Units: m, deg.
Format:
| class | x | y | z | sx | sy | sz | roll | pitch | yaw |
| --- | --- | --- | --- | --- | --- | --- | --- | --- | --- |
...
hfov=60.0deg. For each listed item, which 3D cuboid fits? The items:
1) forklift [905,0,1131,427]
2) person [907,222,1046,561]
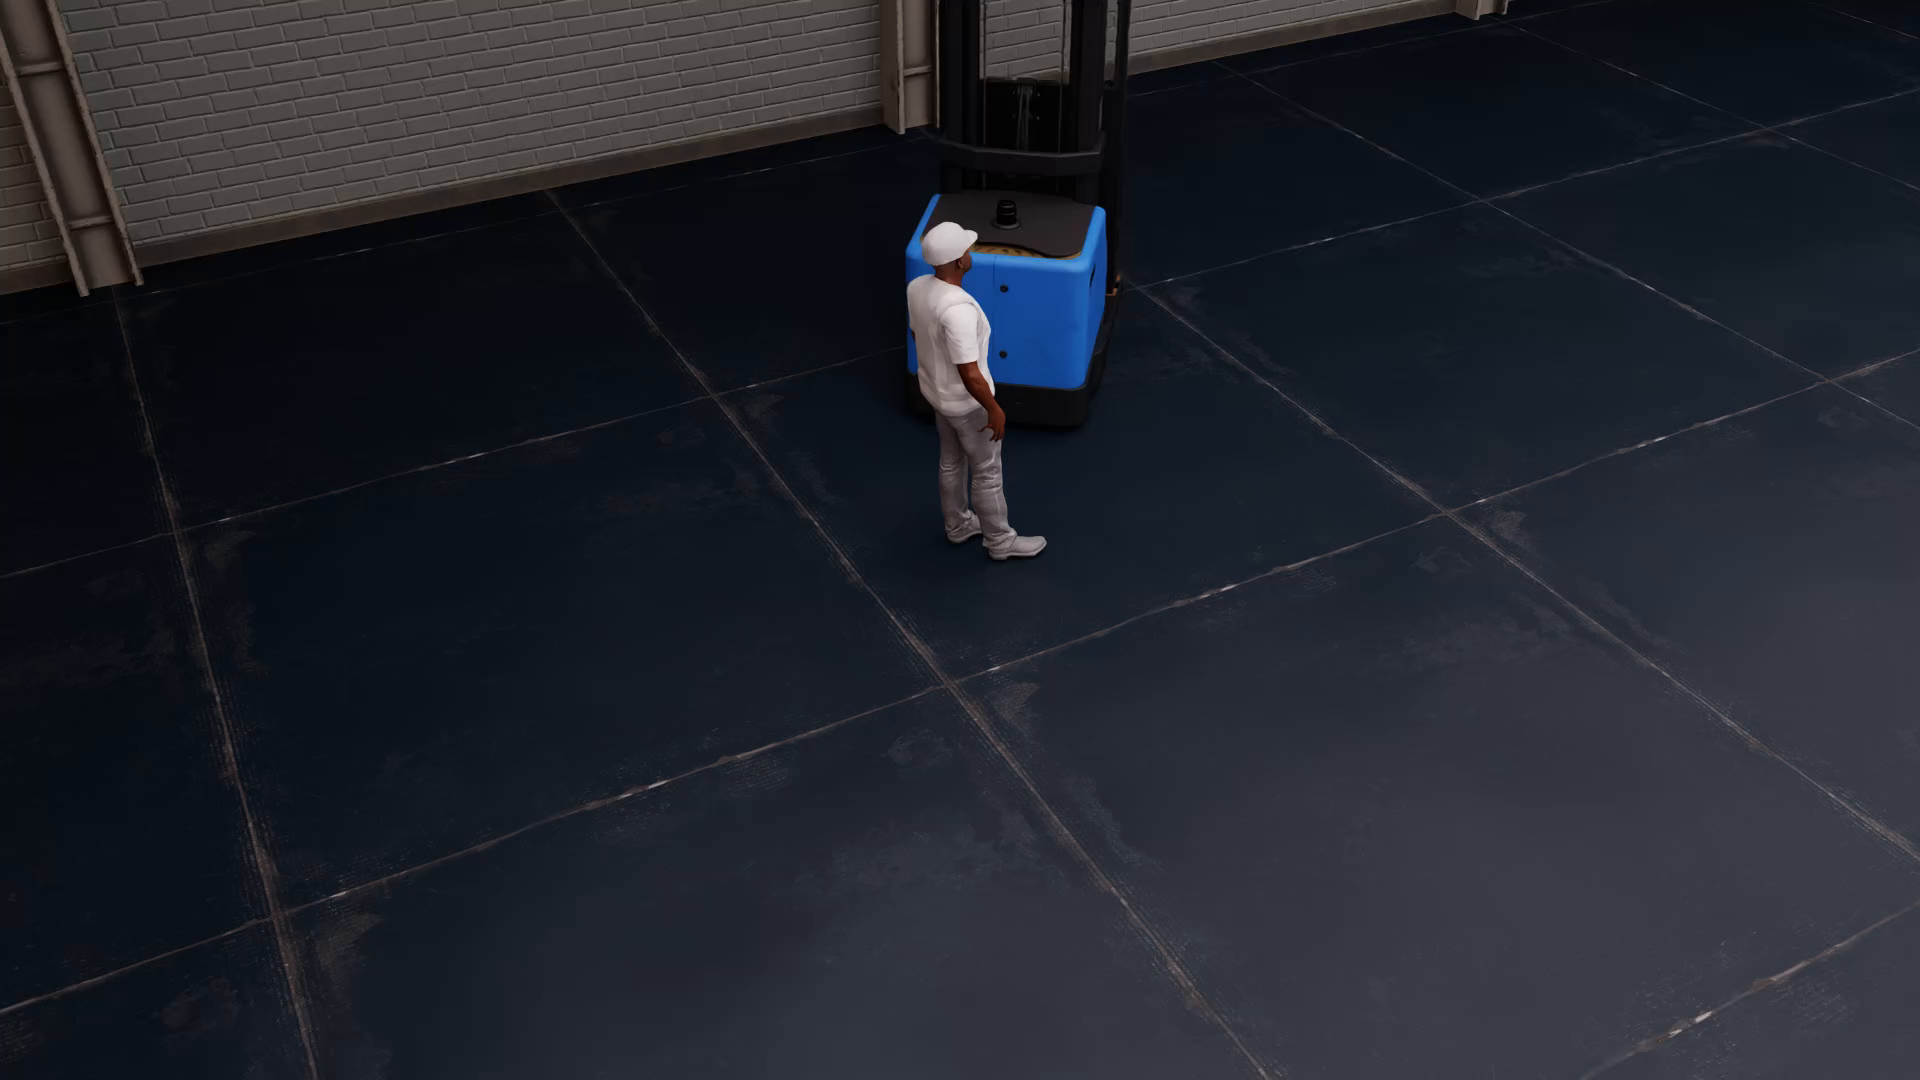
| class | x | y | z | sx | sy | sz | roll | pitch | yaw |
| --- | --- | --- | --- | --- | --- | --- | --- | --- | --- |
| forklift | 0.467 | -2.685 | 9.921 | 1.130 | 2.935 | 3.031 | 6 | 36 | 9 |
| person | 0.064 | -0.743 | 8.171 | 0.577 | 1.765 | 0.666 | -17 | 39 | -23 |
